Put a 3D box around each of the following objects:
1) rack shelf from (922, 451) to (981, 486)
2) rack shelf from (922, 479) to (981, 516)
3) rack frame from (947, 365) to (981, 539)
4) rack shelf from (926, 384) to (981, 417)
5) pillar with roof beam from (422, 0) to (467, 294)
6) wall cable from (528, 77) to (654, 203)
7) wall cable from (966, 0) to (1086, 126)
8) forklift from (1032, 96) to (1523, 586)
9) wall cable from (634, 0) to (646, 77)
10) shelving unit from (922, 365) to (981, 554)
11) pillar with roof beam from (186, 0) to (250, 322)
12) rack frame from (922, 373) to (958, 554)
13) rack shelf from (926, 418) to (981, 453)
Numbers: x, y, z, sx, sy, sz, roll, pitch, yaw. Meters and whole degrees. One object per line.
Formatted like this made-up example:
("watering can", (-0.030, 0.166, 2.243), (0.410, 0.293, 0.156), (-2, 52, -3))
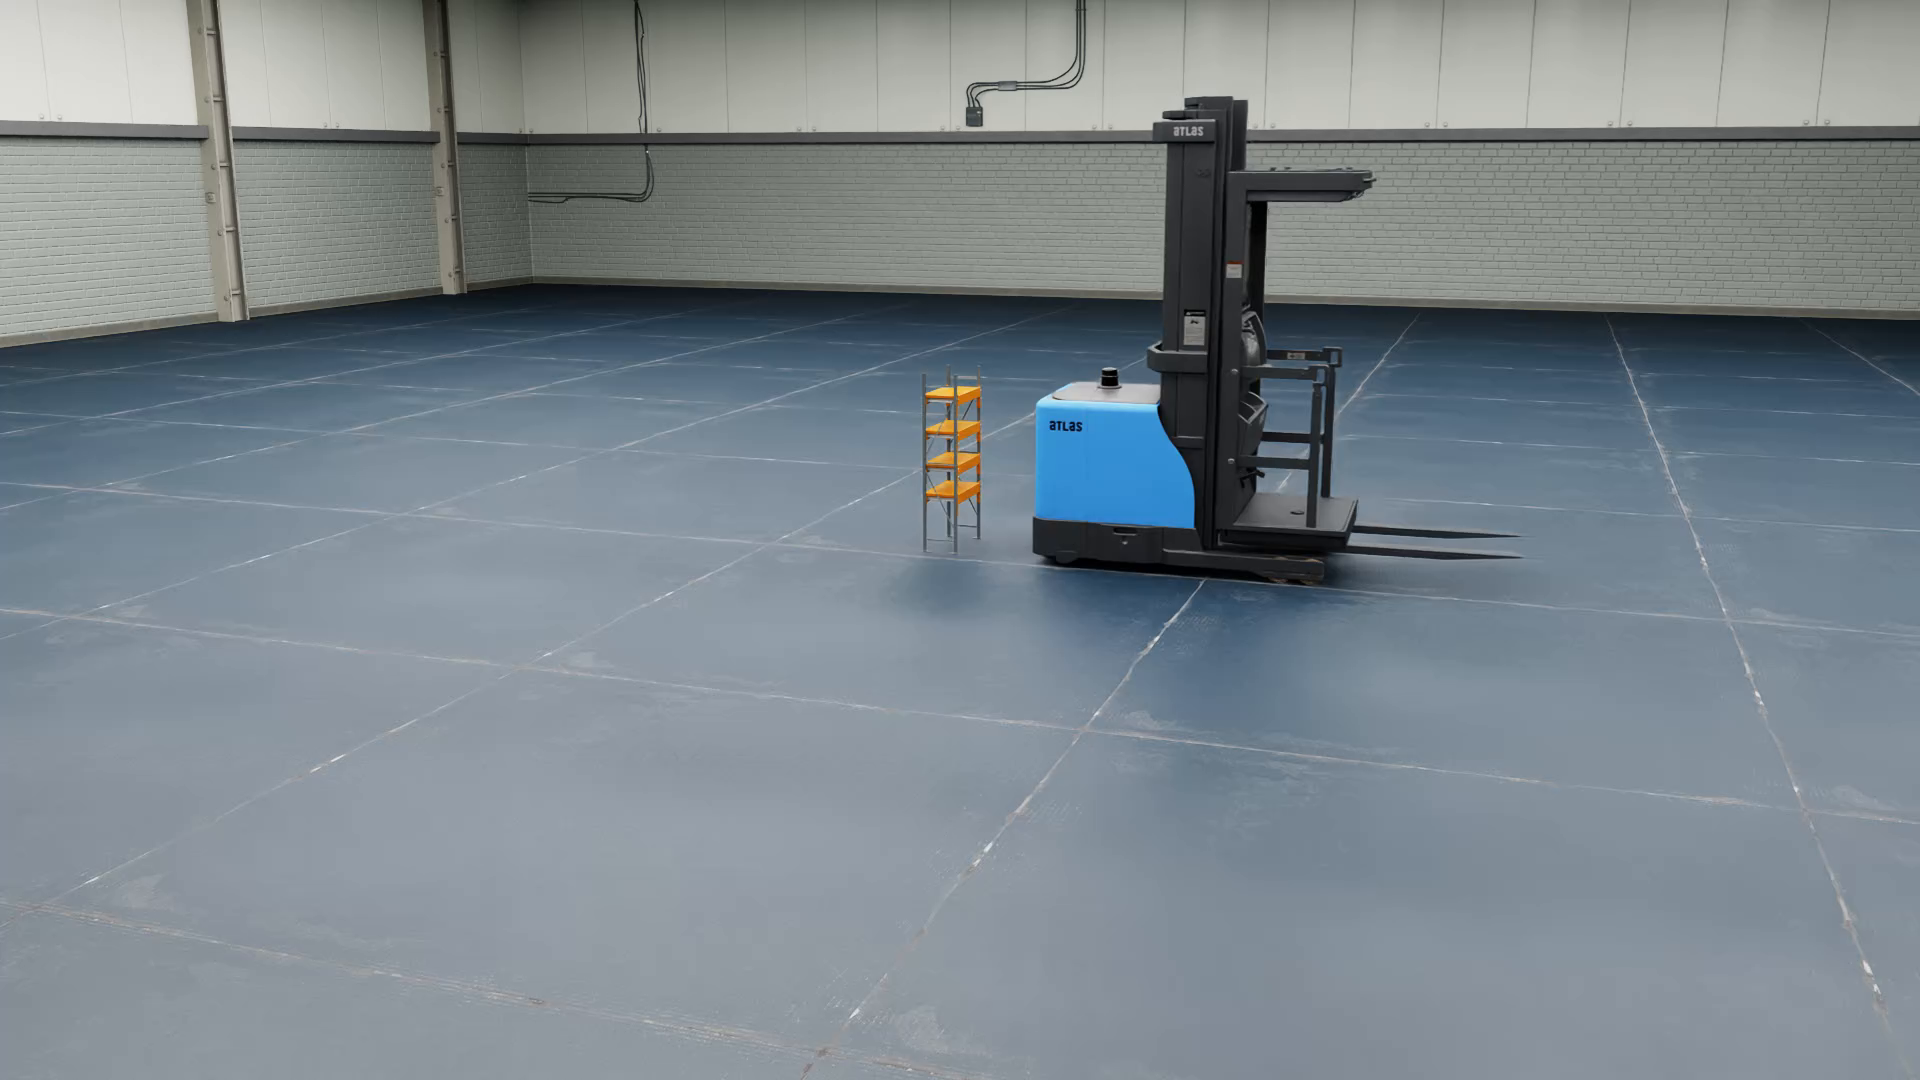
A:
("rack shelf", (-0.054, -0.485, 11.217), (0.258, 0.148, 0.480), (4, 14, 18))
("rack shelf", (-0.054, -0.291, 11.261), (0.258, 0.148, 0.480), (4, 14, 18))
("rack frame", (0.025, -0.601, 11.427), (0.240, 1.200, 0.015), (4, 14, 18))
("rack shelf", (-0.054, -0.933, 11.114), (0.258, 0.148, 0.480), (4, 14, 18))
("pillar with roof beam", (-5.895, -8.941, 30.439), (9.100, 9.000, 0.400), (4, 14, 18))
("wall cable", (-7.764, -8.262, 34.443), (3.097, 2.526, 0.112), (4, 14, 18))
("wall cable", (1.214, -10.747, 30.710), (2.305, 6.003, 0.169), (4, 14, 18))
("forklift", (2.047, -1.279, 10.503), (3.031, 2.935, 1.130), (4, 13, 17))
("wall cable", (-5.204, -10.530, 33.028), (3.097, 2.526, 0.112), (4, 14, 18))
("shelving unit", (-0.054, -0.550, 11.202), (0.258, 1.200, 0.503), (4, 14, 18))
("pillar with roof beam", (-7.836, -7.678, 24.904), (9.100, 9.000, 0.400), (4, 14, 18))
("rack frame", (-0.133, -0.499, 10.977), (0.240, 1.200, 0.015), (4, 14, 18))
("rack shelf", (-0.054, -0.703, 11.167), (0.258, 0.148, 0.480), (4, 14, 18))
